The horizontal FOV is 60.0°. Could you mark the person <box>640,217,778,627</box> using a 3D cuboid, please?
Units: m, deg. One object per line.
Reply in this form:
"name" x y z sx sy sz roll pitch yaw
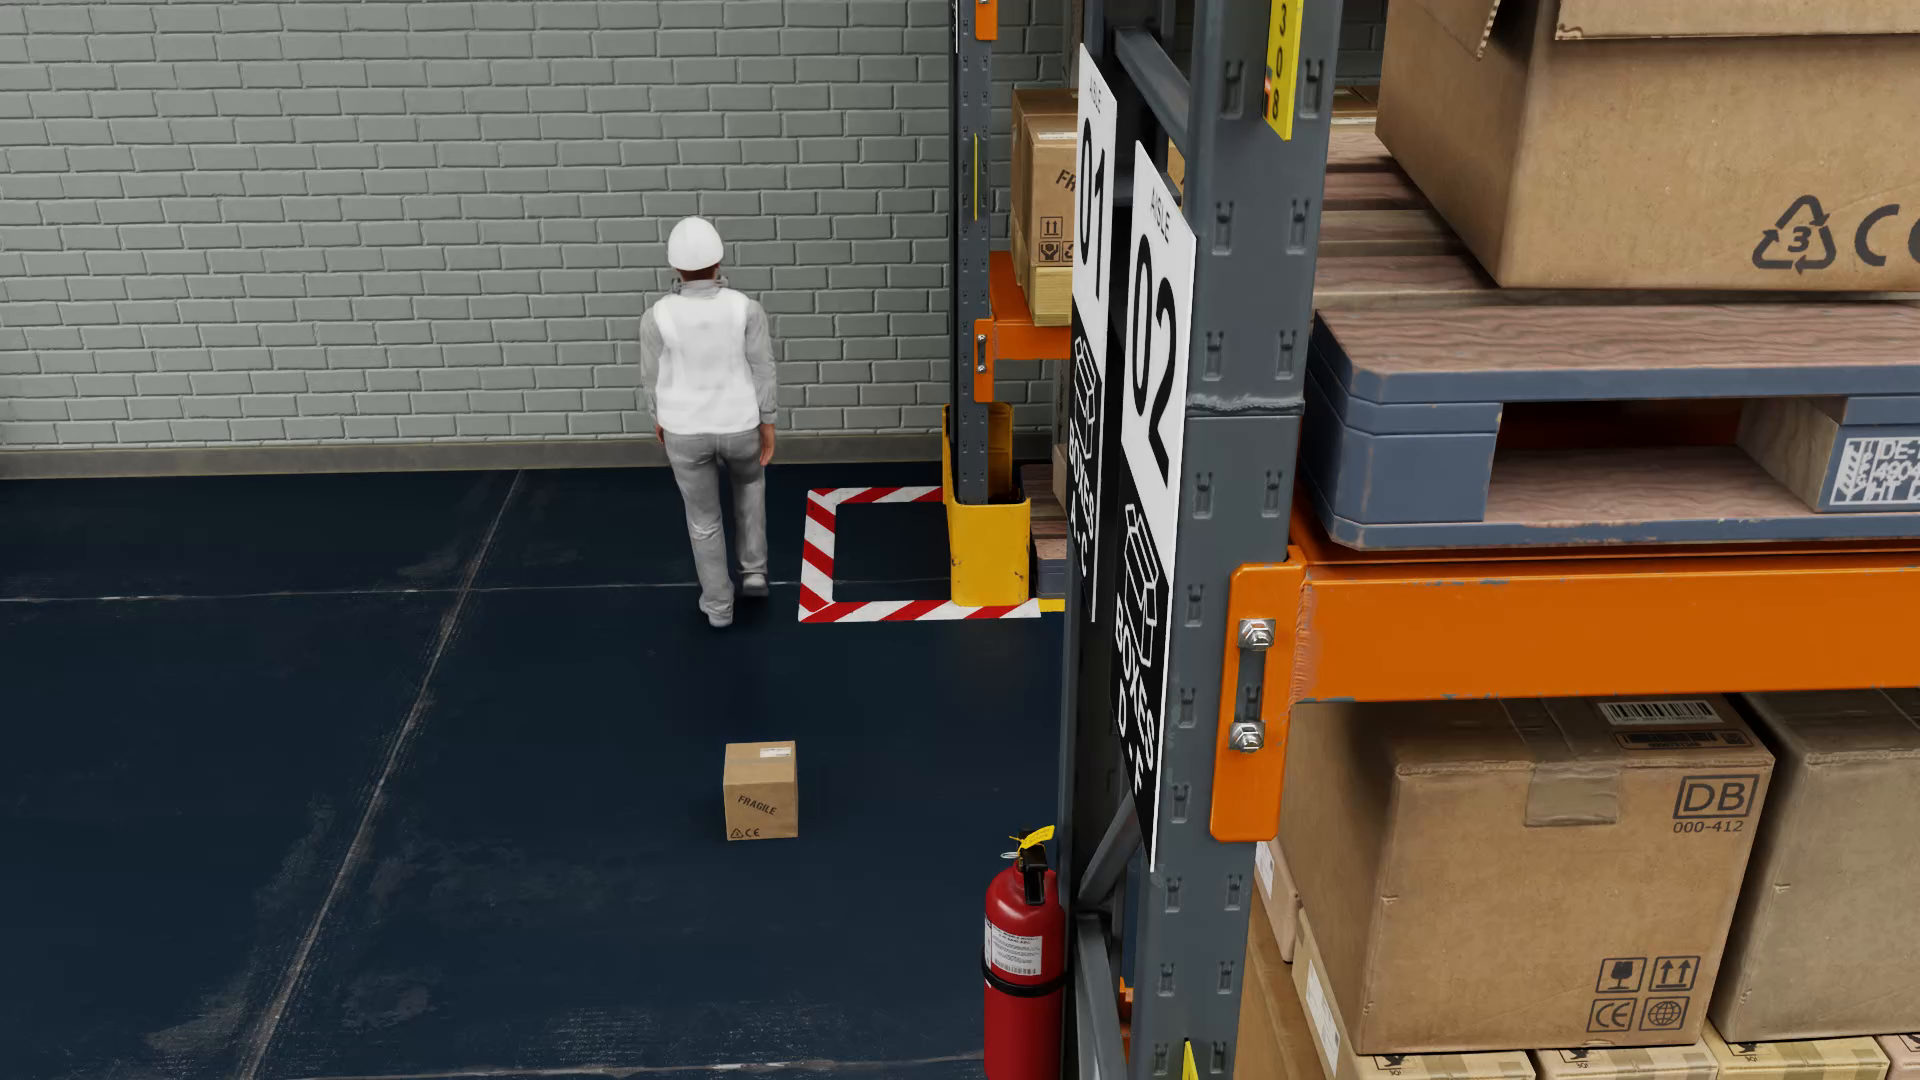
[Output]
"person" -1.048 -0.481 7.016 0.547 1.816 0.501 -7 28 -12
